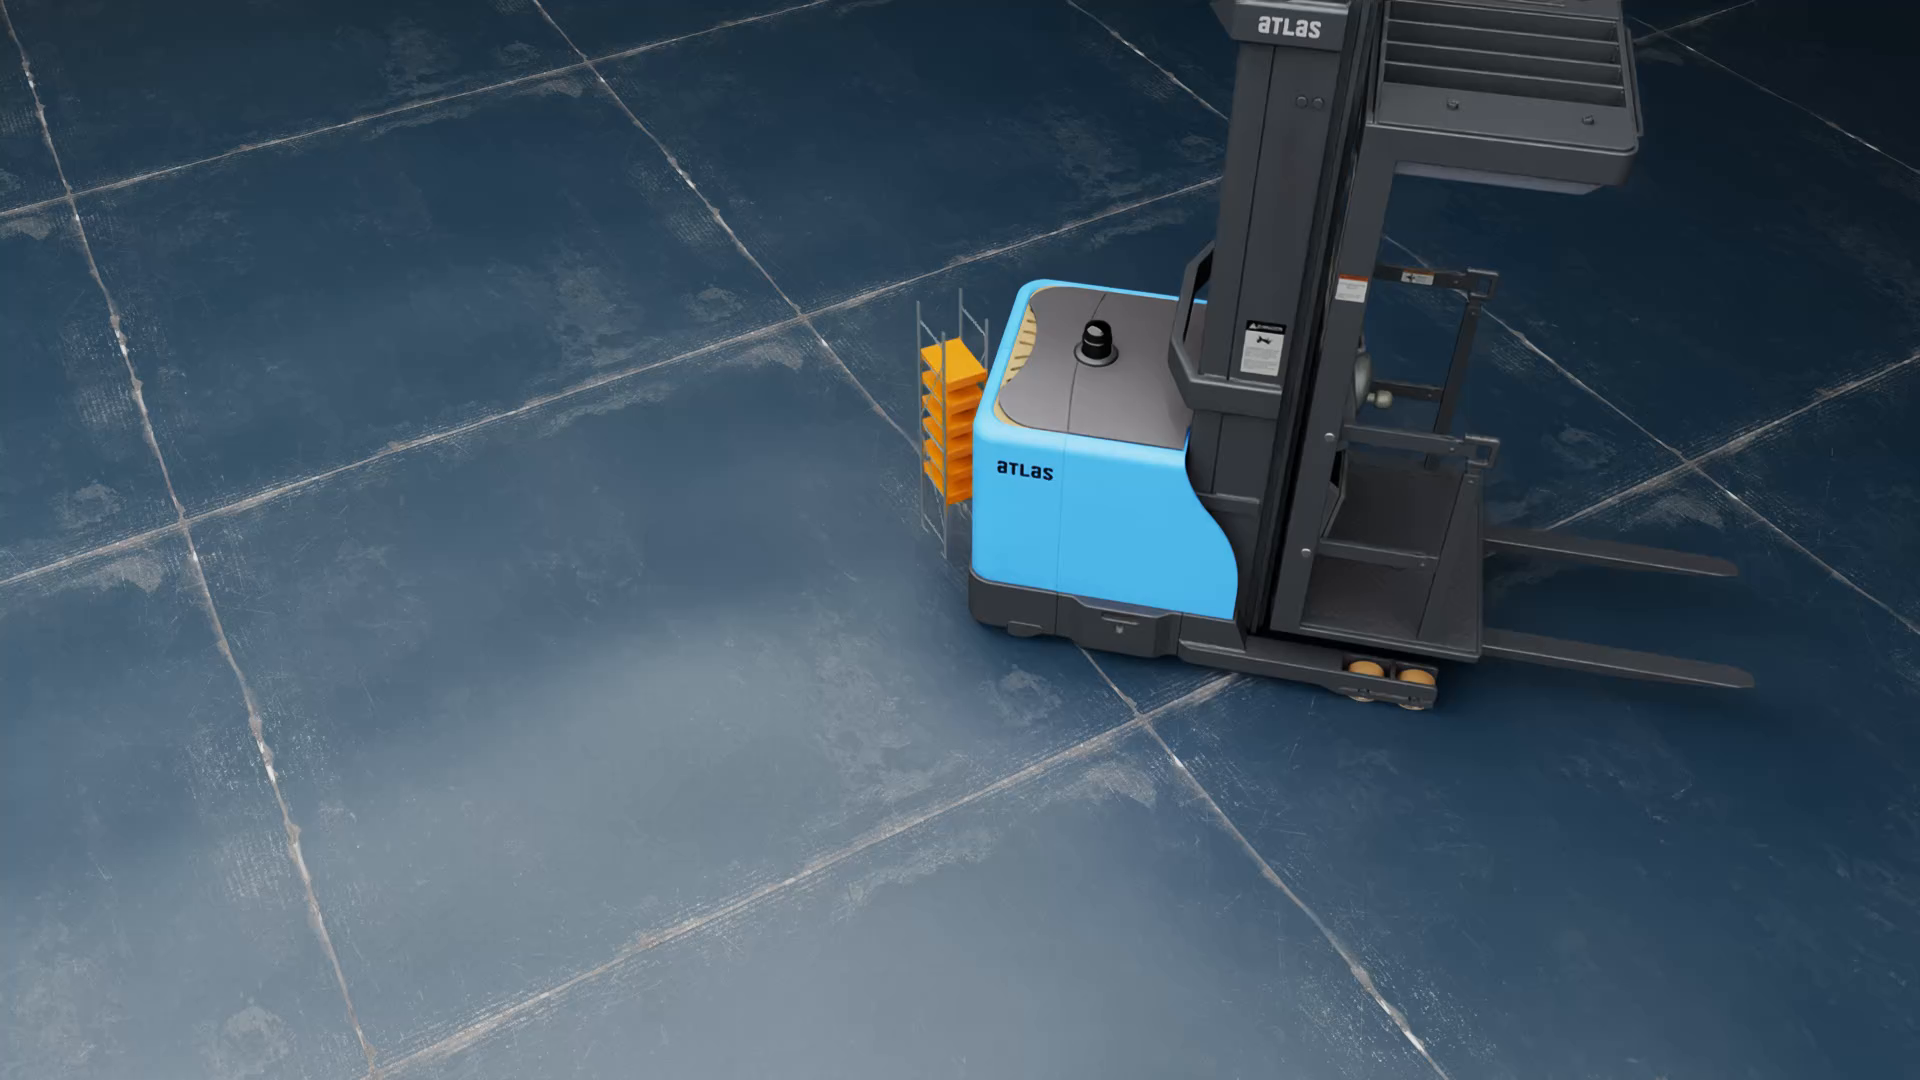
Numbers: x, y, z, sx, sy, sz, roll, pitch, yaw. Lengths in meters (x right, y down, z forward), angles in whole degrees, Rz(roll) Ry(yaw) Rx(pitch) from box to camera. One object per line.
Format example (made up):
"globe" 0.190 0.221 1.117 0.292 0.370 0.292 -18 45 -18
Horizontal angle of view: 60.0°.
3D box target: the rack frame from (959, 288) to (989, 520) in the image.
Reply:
"rack frame" 0.053 -0.476 6.808 0.006 1.200 0.240 -19 47 -19

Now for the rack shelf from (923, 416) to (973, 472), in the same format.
"rack shelf" -0.029 -0.415 6.810 0.180 0.103 0.258 -19 47 -19

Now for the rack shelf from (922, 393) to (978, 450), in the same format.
"rack shelf" -0.029 -0.502 6.726 0.180 0.103 0.258 -19 47 -19

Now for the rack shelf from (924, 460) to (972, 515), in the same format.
"rack shelf" -0.029 -0.243 6.977 0.180 0.103 0.258 -19 47 -19

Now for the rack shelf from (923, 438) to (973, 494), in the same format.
"rack shelf" -0.029 -0.329 6.893 0.180 0.103 0.258 -19 47 -19

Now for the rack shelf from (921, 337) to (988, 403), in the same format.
"rack shelf" -0.029 -0.674 6.559 0.180 0.103 0.258 -19 47 -19

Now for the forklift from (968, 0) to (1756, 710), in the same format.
"forklift" 1.606 -0.797 5.896 3.031 2.935 1.130 9 45 9

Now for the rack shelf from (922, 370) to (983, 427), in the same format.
"rack shelf" -0.029 -0.588 6.643 0.180 0.103 0.258 -19 47 -19

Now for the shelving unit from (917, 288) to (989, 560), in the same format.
"shelving unit" -0.029 -0.447 6.779 0.189 1.200 0.258 -19 47 -19

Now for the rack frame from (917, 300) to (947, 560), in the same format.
"rack frame" -0.111 -0.419 6.750 0.006 1.200 0.240 -19 47 -19
